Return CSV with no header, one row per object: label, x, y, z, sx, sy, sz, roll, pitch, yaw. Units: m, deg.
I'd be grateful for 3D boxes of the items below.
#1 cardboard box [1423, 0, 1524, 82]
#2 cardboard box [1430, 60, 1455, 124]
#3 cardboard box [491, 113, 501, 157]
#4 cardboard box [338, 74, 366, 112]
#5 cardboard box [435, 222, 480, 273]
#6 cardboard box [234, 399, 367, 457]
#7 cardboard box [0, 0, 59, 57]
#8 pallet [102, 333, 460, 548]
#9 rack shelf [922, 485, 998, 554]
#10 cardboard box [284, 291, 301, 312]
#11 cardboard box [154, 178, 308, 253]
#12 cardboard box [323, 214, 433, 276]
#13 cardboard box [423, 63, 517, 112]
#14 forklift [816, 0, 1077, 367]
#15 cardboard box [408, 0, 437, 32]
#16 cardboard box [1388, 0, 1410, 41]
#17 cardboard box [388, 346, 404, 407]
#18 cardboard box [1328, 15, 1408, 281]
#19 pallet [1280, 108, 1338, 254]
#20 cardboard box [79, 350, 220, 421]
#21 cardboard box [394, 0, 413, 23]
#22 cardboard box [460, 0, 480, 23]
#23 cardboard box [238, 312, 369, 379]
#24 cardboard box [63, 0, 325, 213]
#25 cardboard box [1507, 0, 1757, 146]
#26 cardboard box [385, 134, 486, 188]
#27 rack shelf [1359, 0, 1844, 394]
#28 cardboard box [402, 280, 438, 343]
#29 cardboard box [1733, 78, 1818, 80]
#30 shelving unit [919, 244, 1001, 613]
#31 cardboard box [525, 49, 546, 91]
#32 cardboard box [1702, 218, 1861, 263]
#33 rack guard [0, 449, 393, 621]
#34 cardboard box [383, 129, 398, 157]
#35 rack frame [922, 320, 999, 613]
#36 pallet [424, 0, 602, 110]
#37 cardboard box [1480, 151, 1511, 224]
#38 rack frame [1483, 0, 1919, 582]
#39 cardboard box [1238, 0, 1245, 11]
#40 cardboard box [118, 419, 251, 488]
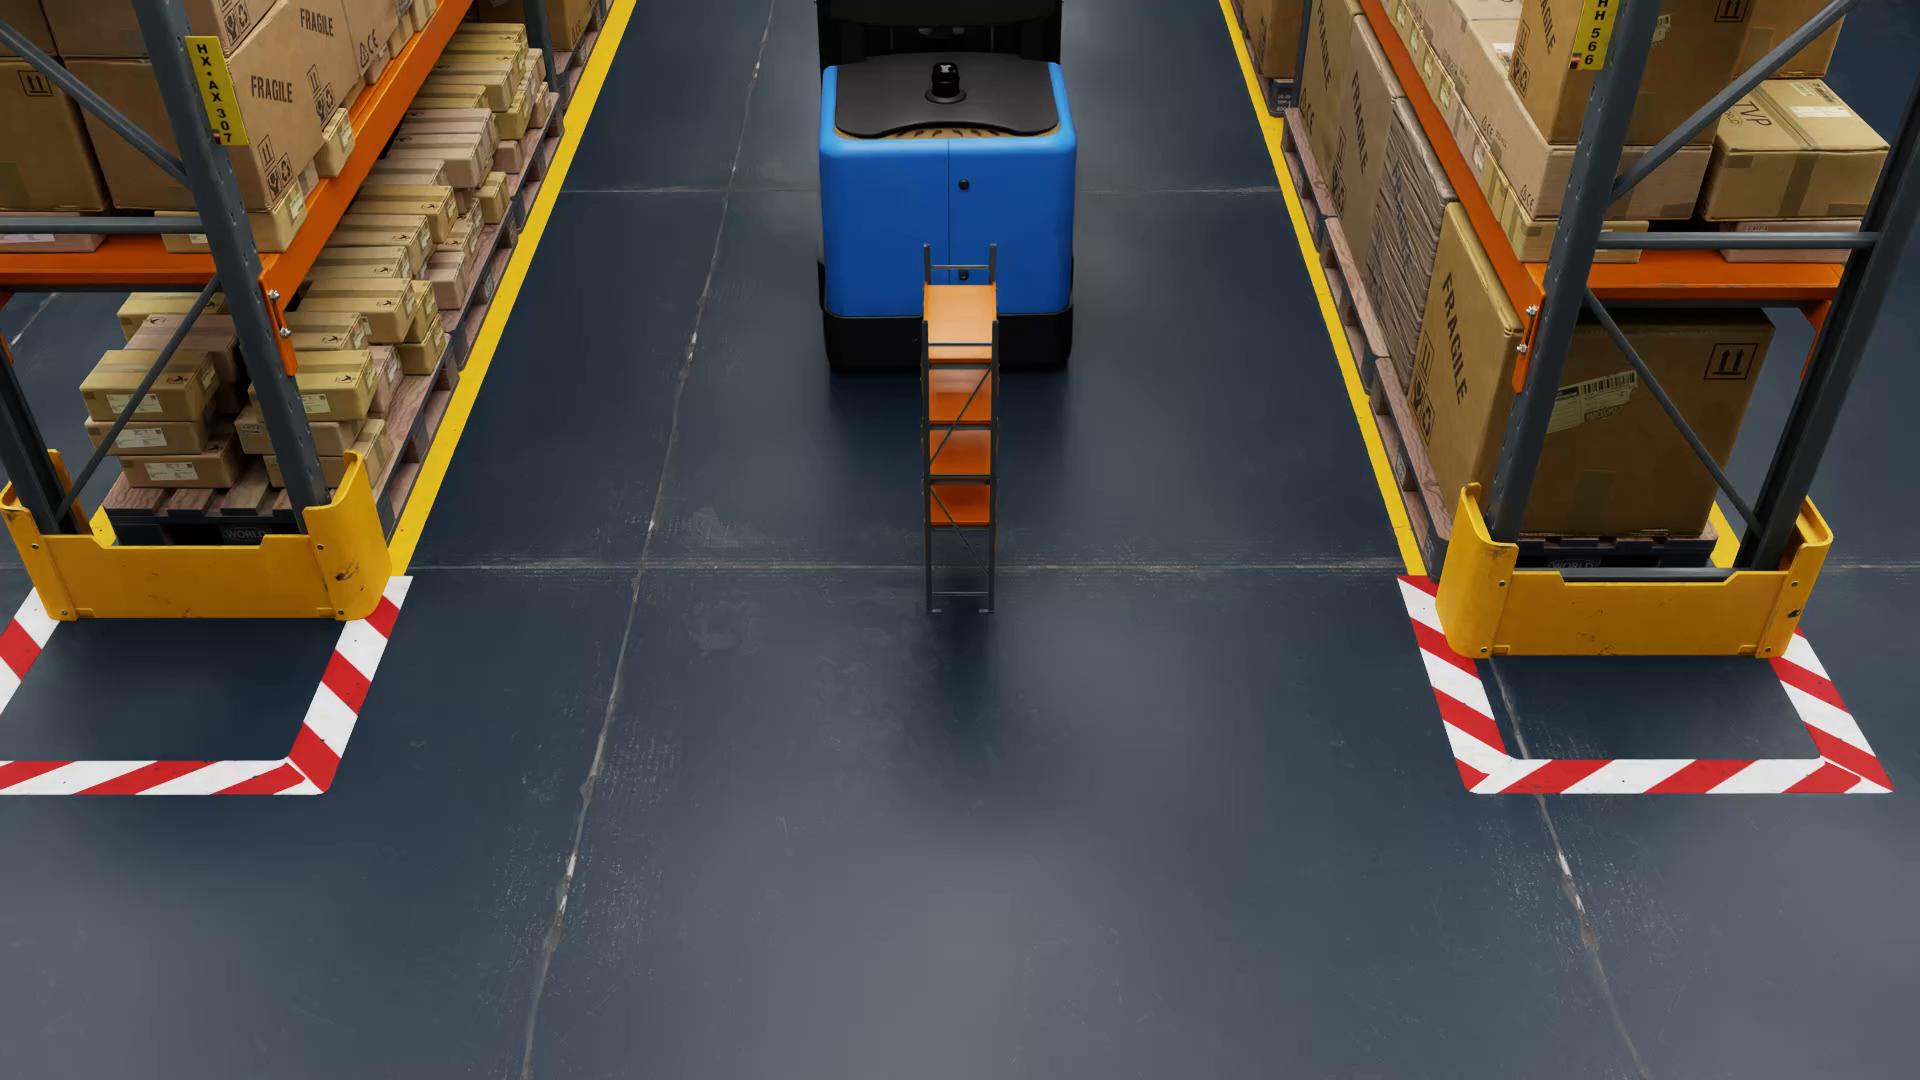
cardboard box,2.021,-1.881,6.080,0.500,0.250,0.500,-1,39,-2
cardboard box,1.956,-1.648,6.109,0.380,0.149,0.250,-1,39,-1
cardboard box,-2.426,-1.923,7.957,0.380,0.149,0.250,0,39,0
cardboard box,-2.446,-1.708,6.184,0.380,0.149,0.250,0,39,0
cardboard box,-2.368,-1.291,7.406,0.380,0.149,0.250,0,39,0
cardboard box,-2.416,-0.440,6.106,0.380,0.149,0.250,1,39,2
cardboard box,-2.921,-1.776,4.950,0.500,0.500,0.500,-1,39,-1
pallet,-2.638,-0.412,6.595,1.003,0.211,1.213,0,39,0
rack shelf,0.000,-0.157,5.912,0.258,0.148,0.480,0,39,0
cardboard box,-2.858,-0.935,6.724,0.380,0.149,0.250,0,39,-1
cardboard box,-2.345,-1.049,5.362,0.380,0.149,0.250,0,39,0
cardboard box,-2.400,-1.214,6.835,0.380,0.149,0.250,1,39,2
cardboard box,-2.369,-2.192,8.054,0.380,0.149,0.250,0,39,0
forklift,-0.101,-2.776,7.371,1.130,2.935,3.031,-1,39,-2
cardboard box,-2.369,-2.192,6.787,0.380,0.149,0.250,1,39,1
cardboard box,1.954,-2.128,6.708,0.380,0.149,0.250,-1,39,-1
cardboard box,-2.442,-0.643,6.597,0.380,0.149,0.250,0,39,0
cardboard box,2.205,-1.745,7.393,0.875,0.875,0.875,0,39,0
pallet,2.206,-1.823,8.355,1.003,0.211,1.213,0,39,0
cardboard box,-2.926,-0.559,6.017,0.380,0.149,0.250,0,39,0
cardboard box,-2.417,-2.340,6.454,0.500,0.500,0.500,-1,39,-1
cardboard box,-2.930,-3.097,9.379,0.500,0.500,0.500,-1,39,-1
cardboard box,-2.454,-0.728,6.228,0.380,0.149,0.250,1,39,1
cardboard box,-2.396,-1.380,5.256,0.500,0.500,0.500,2,39,2
cardboard box,2.024,-1.539,5.055,0.500,0.500,0.500,0,39,1
cardboard box,-2.341,-1.692,7.430,0.380,0.149,0.250,-1,39,-2
rack shelf,2.286,-1.855,6.741,1.077,0.370,4.000,0,39,0
cardboard box,-2.341,-0.925,6.711,0.380,0.149,0.250,1,39,1
cardboard box,2.550,-1.568,5.690,0.500,0.250,0.500,0,39,-1
shelving unit,0.000,-0.365,5.746,0.258,1.200,0.503,0,39,0
cardboard box,-2.359,-2.417,8.573,0.380,0.149,0.250,1,39,1
cardboard box,2.617,-1.009,5.311,0.380,0.149,0.250,0,39,0
rack guard,-2.672,-0.017,5.871,1.175,0.500,0.348,0,39,0
cardboard box,-2.873,-1.907,7.937,0.380,0.149,0.250,-2,39,-2
rack frame,0.000,-0.212,5.555,0.240,1.200,0.015,0,39,0
pallet,-2.679,-2.845,9.631,1.003,0.211,1.213,0,39,0
cardboard box,1.956,-1.172,5.514,0.380,0.149,0.250,0,39,0
rack frame,2.288,-0.885,4.955,1.000,3.000,0.127,0,39,0
cardboard box,2.261,-3.680,9.807,1.225,0.875,0.875,-1,39,-2
cardboard box,-2.881,-0.325,6.201,0.380,0.149,0.250,1,39,1
